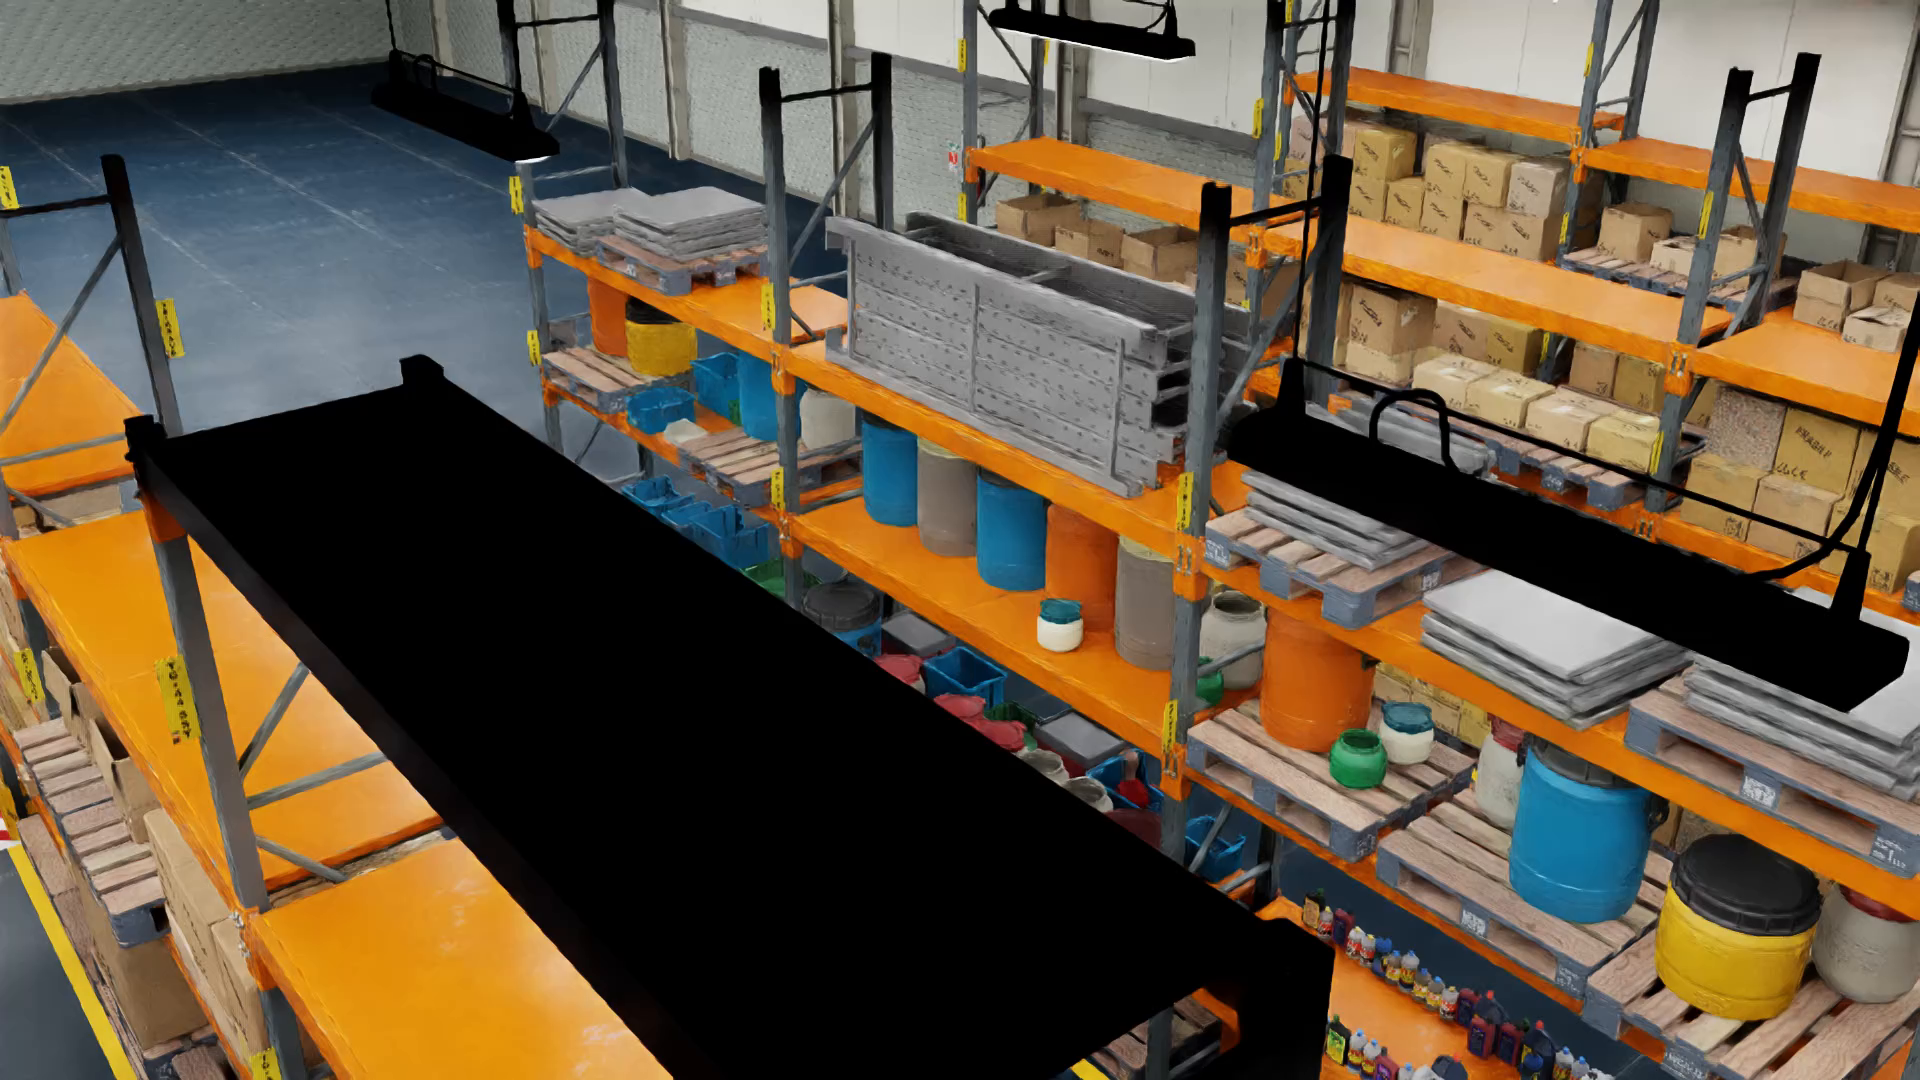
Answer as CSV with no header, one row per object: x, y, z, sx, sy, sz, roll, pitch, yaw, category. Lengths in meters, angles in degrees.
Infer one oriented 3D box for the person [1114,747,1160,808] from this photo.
1.157,2.228,11.676,0.583,1.685,0.985,-8,27,-15,person
